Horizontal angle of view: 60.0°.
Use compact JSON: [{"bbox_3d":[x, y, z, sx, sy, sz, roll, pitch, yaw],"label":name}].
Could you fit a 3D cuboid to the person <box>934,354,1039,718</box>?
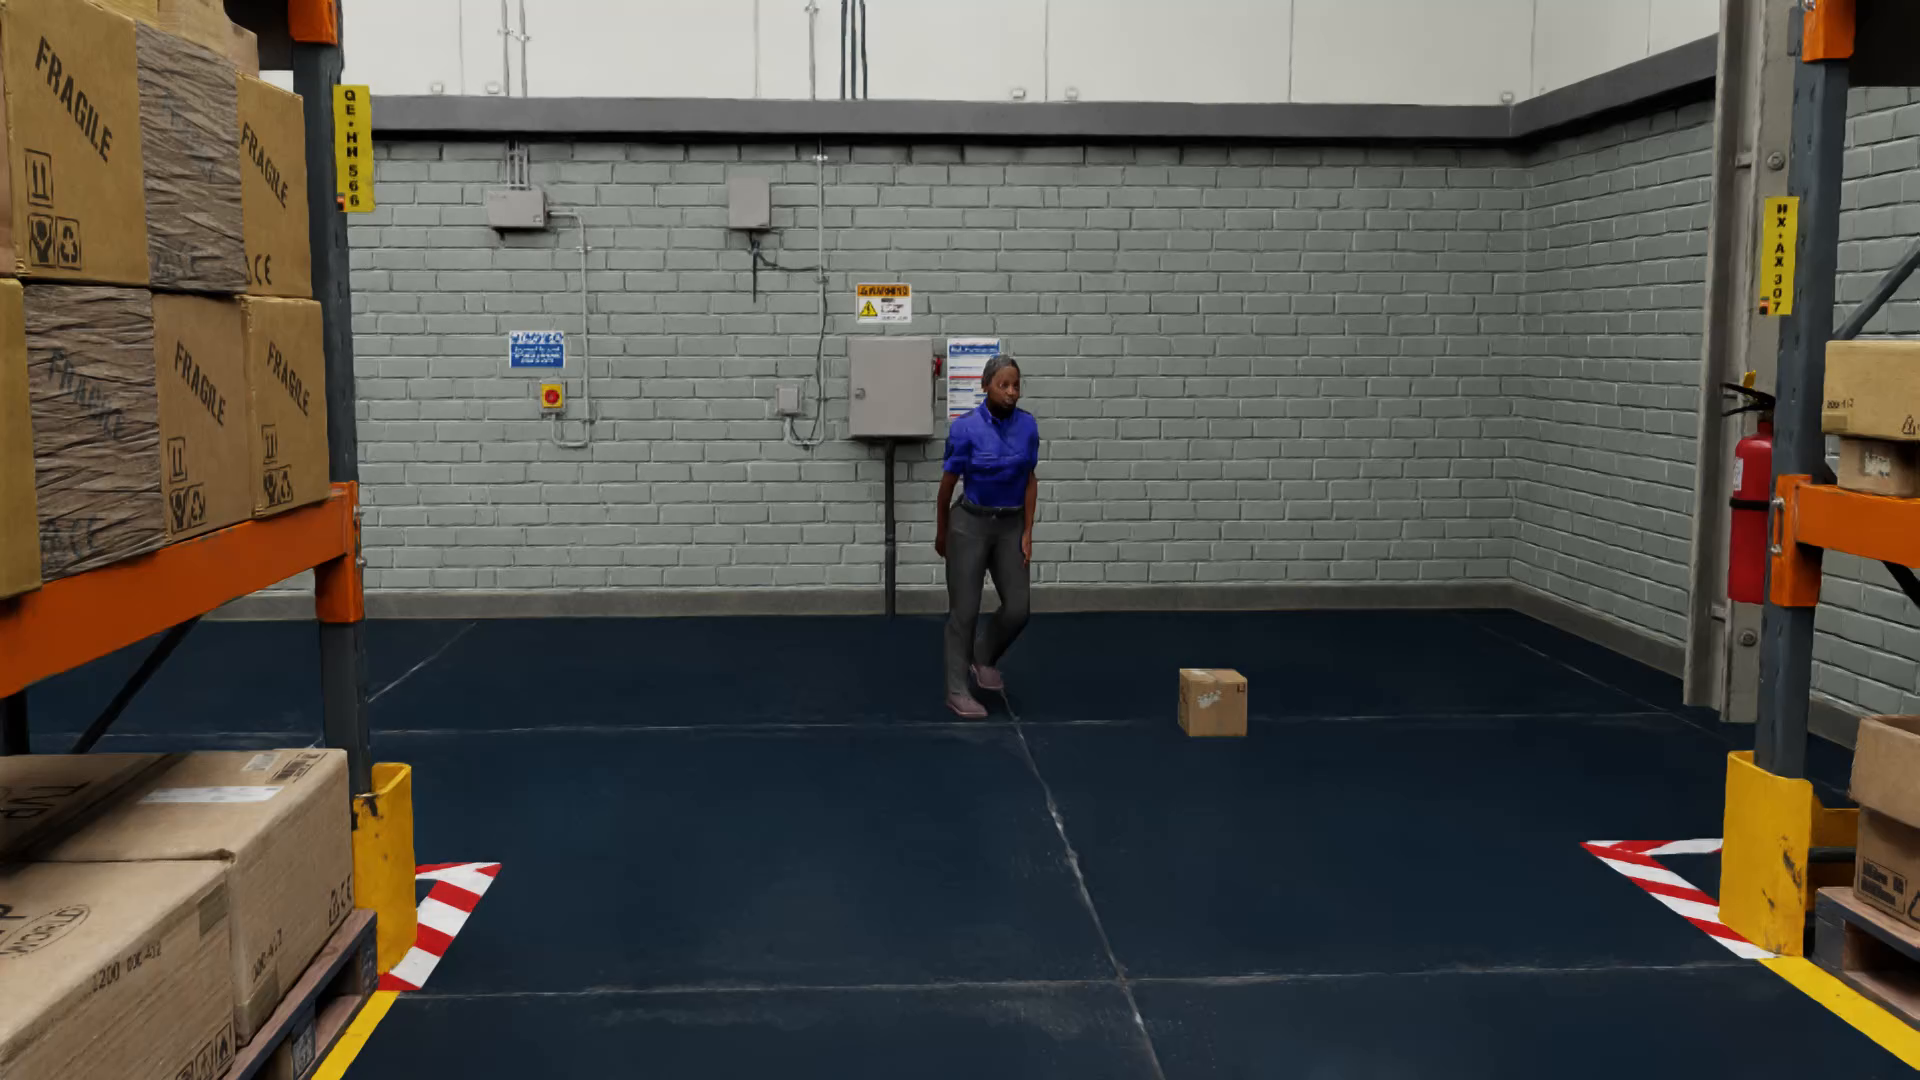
[{"bbox_3d":[0.111,-0.024,7.573,0.448,1.635,0.614,-3,8,-25],"label":"person"}]
